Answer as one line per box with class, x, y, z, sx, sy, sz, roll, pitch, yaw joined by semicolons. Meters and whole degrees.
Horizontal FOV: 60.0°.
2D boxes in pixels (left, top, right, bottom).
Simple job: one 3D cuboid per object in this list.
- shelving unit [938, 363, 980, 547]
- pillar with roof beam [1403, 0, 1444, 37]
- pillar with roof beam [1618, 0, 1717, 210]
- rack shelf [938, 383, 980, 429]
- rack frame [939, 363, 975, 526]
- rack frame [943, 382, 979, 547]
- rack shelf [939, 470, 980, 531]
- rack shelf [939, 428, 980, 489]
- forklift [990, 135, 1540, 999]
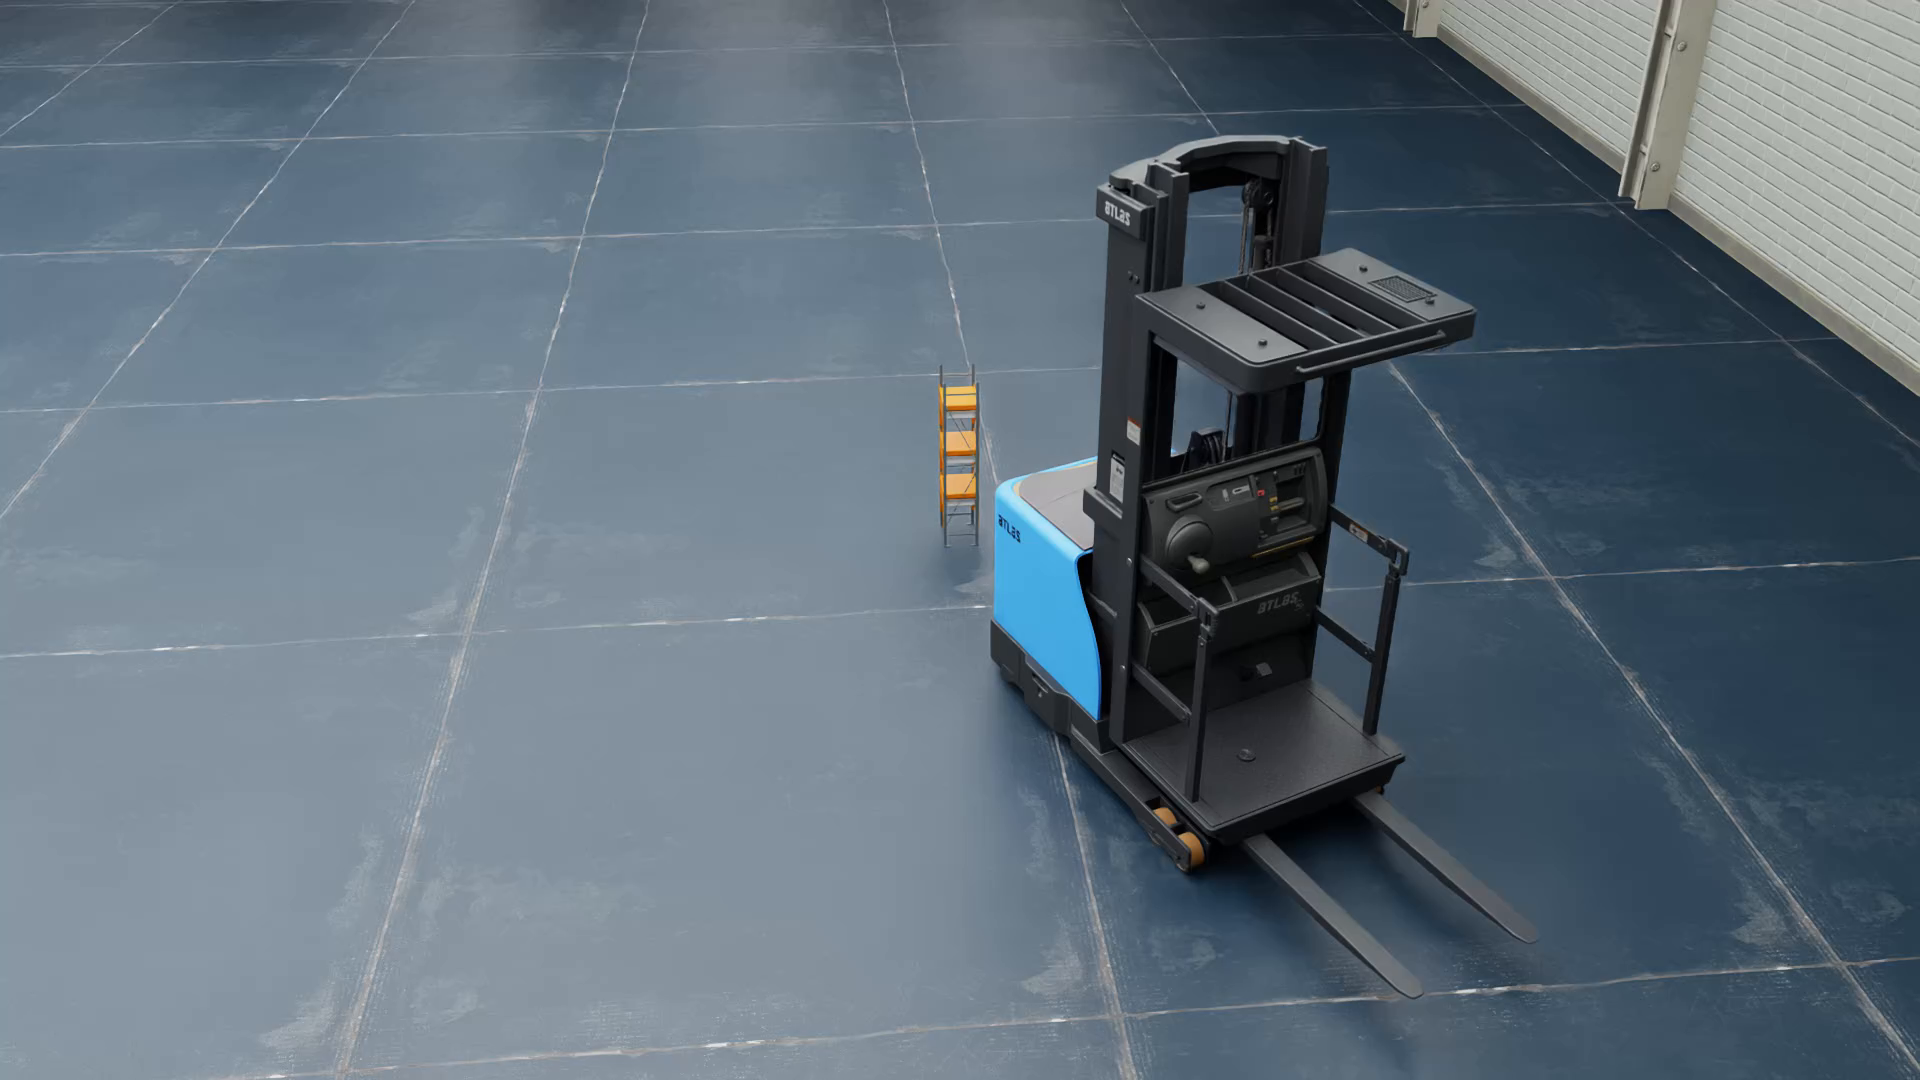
shelving unit;-0.005;-0.478;9.527;0.215;1.050;0.252;-3;31;-5
pillar with roof beam;1.236;-9.732;17.267;9.100;9.000;0.400;-3;31;-5
pillar with roof beam;1.797;-6.668;12.139;9.100;9.000;0.400;-3;31;-5
rack shelf;-0.005;-0.713;9.387;0.215;0.259;0.240;-3;31;-5
rack frame;-0.016;-0.540;9.631;0.200;1.050;0.008;-3;31;-5
rack frame;0.006;-0.416;9.423;0.200;1.050;0.008;-3;31;-5
rack shelf;-0.005;-0.230;9.675;0.215;0.259;0.240;-3;31;-5
rack shelf;-0.005;-0.469;9.532;0.215;0.259;0.240;-3;31;-5
forklift;1.303;-0.072;7.013;1.130;2.935;3.031;-16;34;-24
